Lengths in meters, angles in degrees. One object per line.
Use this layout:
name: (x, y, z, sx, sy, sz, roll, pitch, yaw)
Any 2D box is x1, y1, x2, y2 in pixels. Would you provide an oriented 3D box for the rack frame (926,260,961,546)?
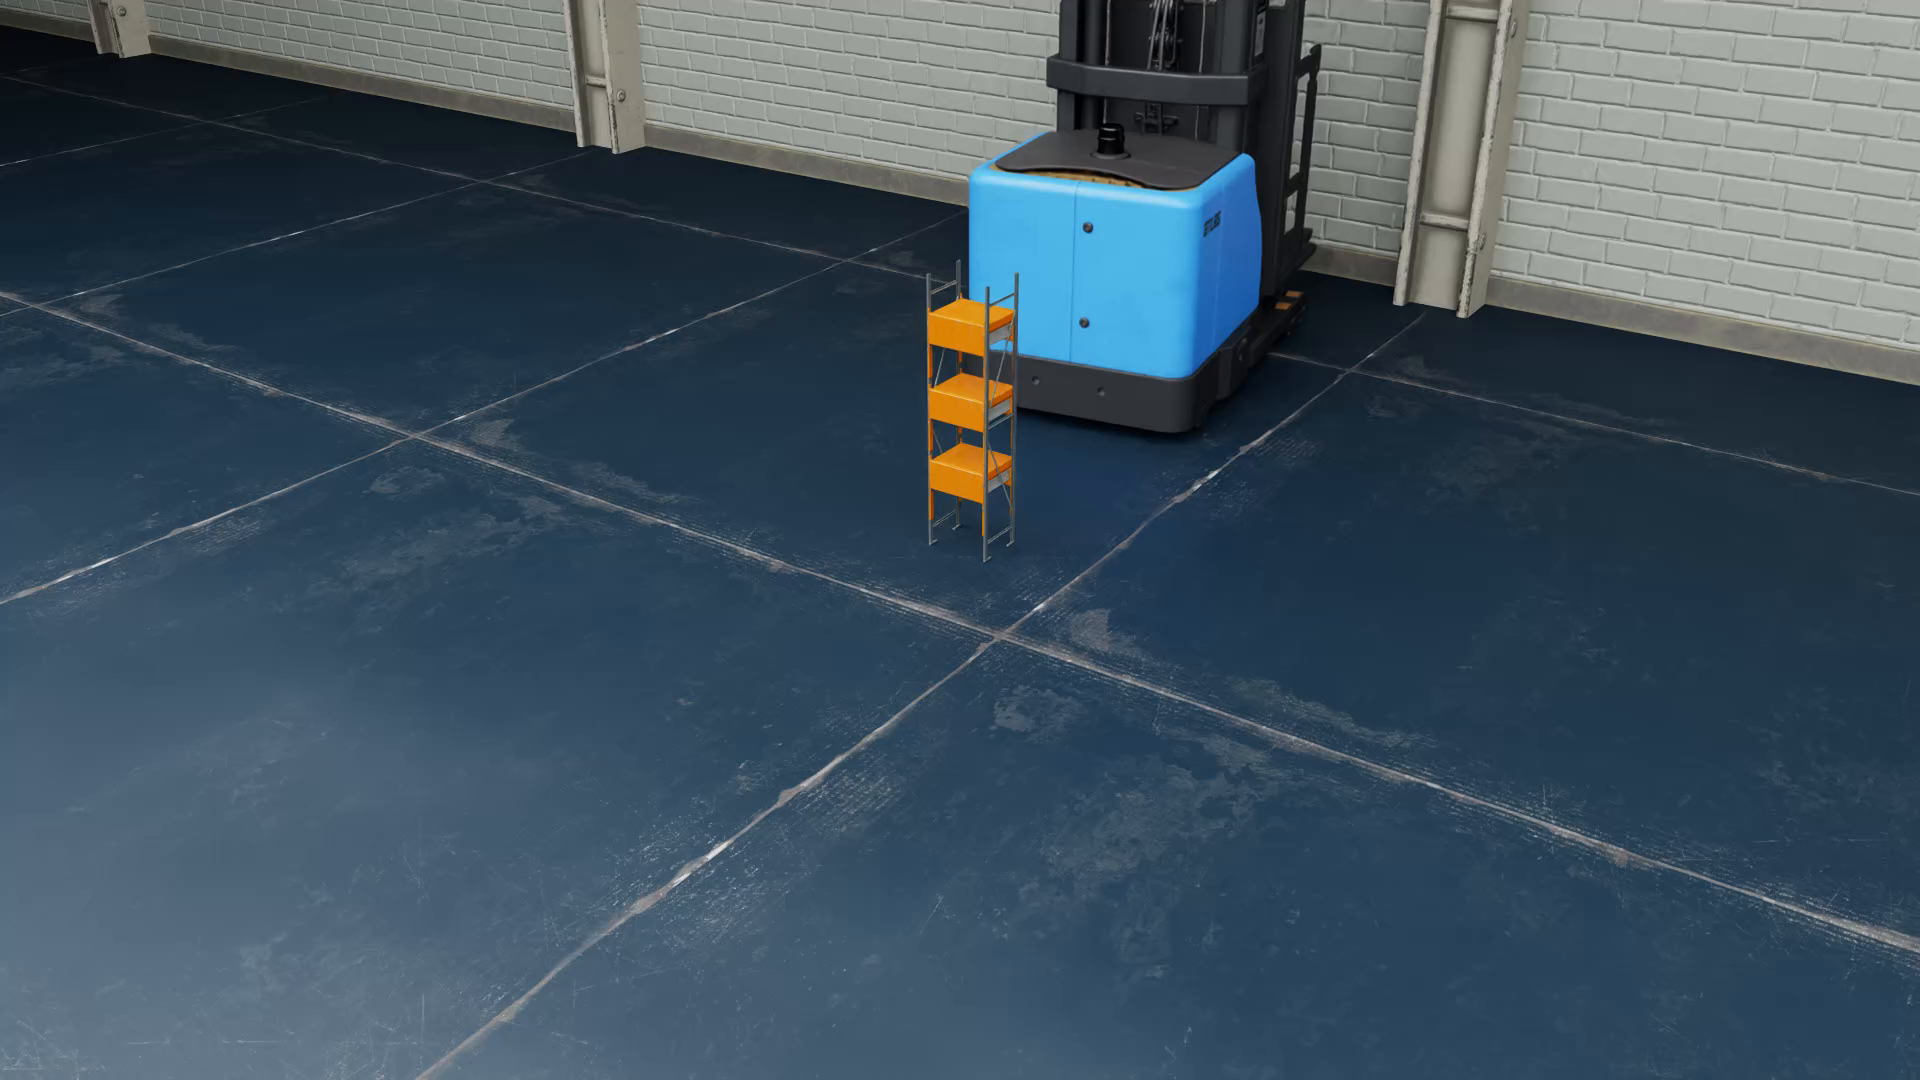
rack frame: (-0.056, -0.485, 6.046, 0.008, 1.050, 0.200, 17, 32, 30)

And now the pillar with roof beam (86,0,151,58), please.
pillar with roof beam: (-9.826, -6.720, 9.532, 0.400, 9.000, 9.100, 17, 32, 30)

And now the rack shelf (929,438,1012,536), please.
rack shelf: (0.044, -0.197, 6.116, 0.240, 0.259, 0.215, 17, 32, 30)

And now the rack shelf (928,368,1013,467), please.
rack shelf: (0.044, -0.445, 5.990, 0.240, 0.259, 0.215, 17, 32, 30)

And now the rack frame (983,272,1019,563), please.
rack frame: (0.145, -0.423, 5.923, 0.008, 1.050, 0.200, 17, 32, 30)

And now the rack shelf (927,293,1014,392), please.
rack shelf: (0.044, -0.698, 5.861, 0.240, 0.259, 0.215, 17, 32, 30)

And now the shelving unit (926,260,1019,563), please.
shelving unit: (0.044, -0.454, 5.985, 0.252, 1.050, 0.215, 17, 32, 30)

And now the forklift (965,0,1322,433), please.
forklift: (1.111, -2.396, 7.727, 1.130, 2.935, 3.031, 12, 29, 22)

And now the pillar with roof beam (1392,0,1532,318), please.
pillar with roof beam: (0.065, -3.638, 3.477, 0.400, 9.000, 9.100, 17, 32, 30)

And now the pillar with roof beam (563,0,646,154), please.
pillar with roof beam: (-4.881, -5.179, 6.505, 0.400, 9.000, 9.100, 17, 32, 30)
